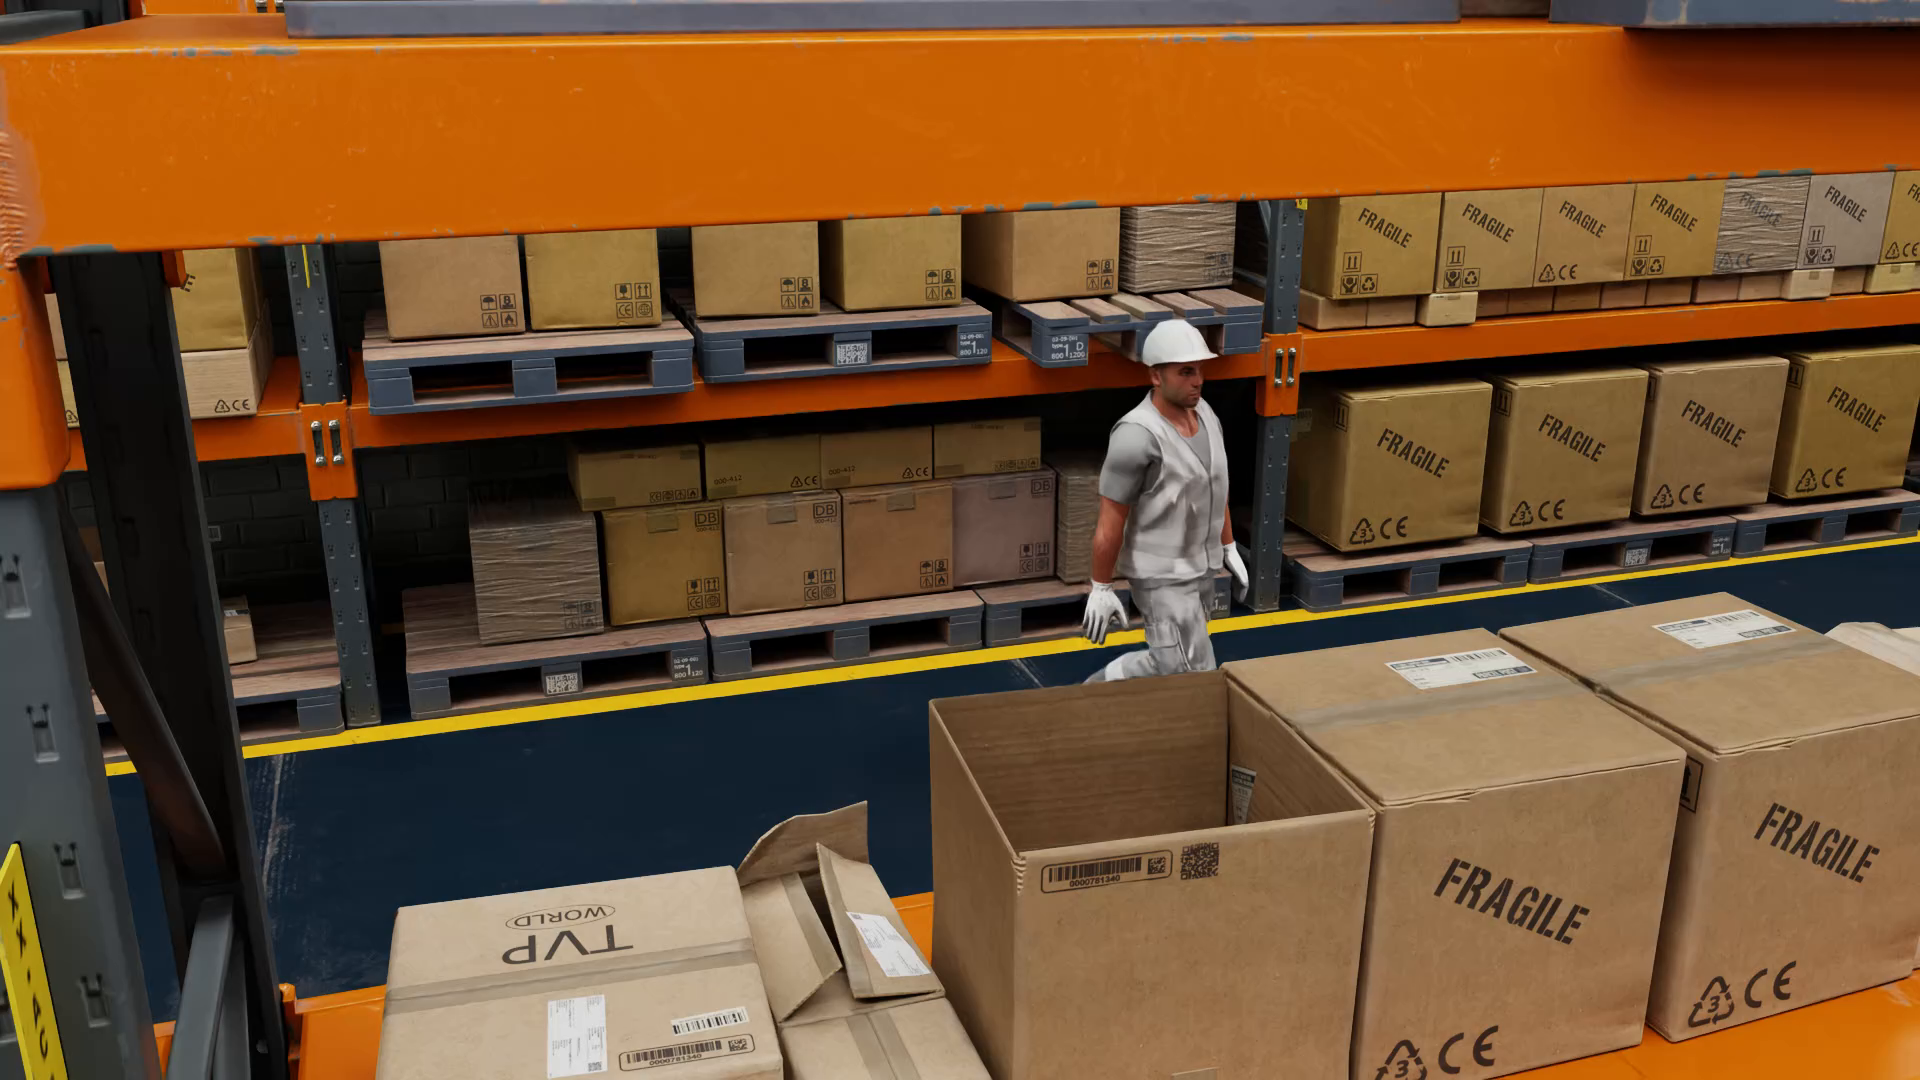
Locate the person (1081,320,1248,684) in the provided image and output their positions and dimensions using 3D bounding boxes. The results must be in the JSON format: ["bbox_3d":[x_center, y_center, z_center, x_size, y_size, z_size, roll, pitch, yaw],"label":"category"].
[{"bbox_3d":[0.702,0.113,5.717,0.988,1.765,0.650,15,24,36],"label":"person"}]
